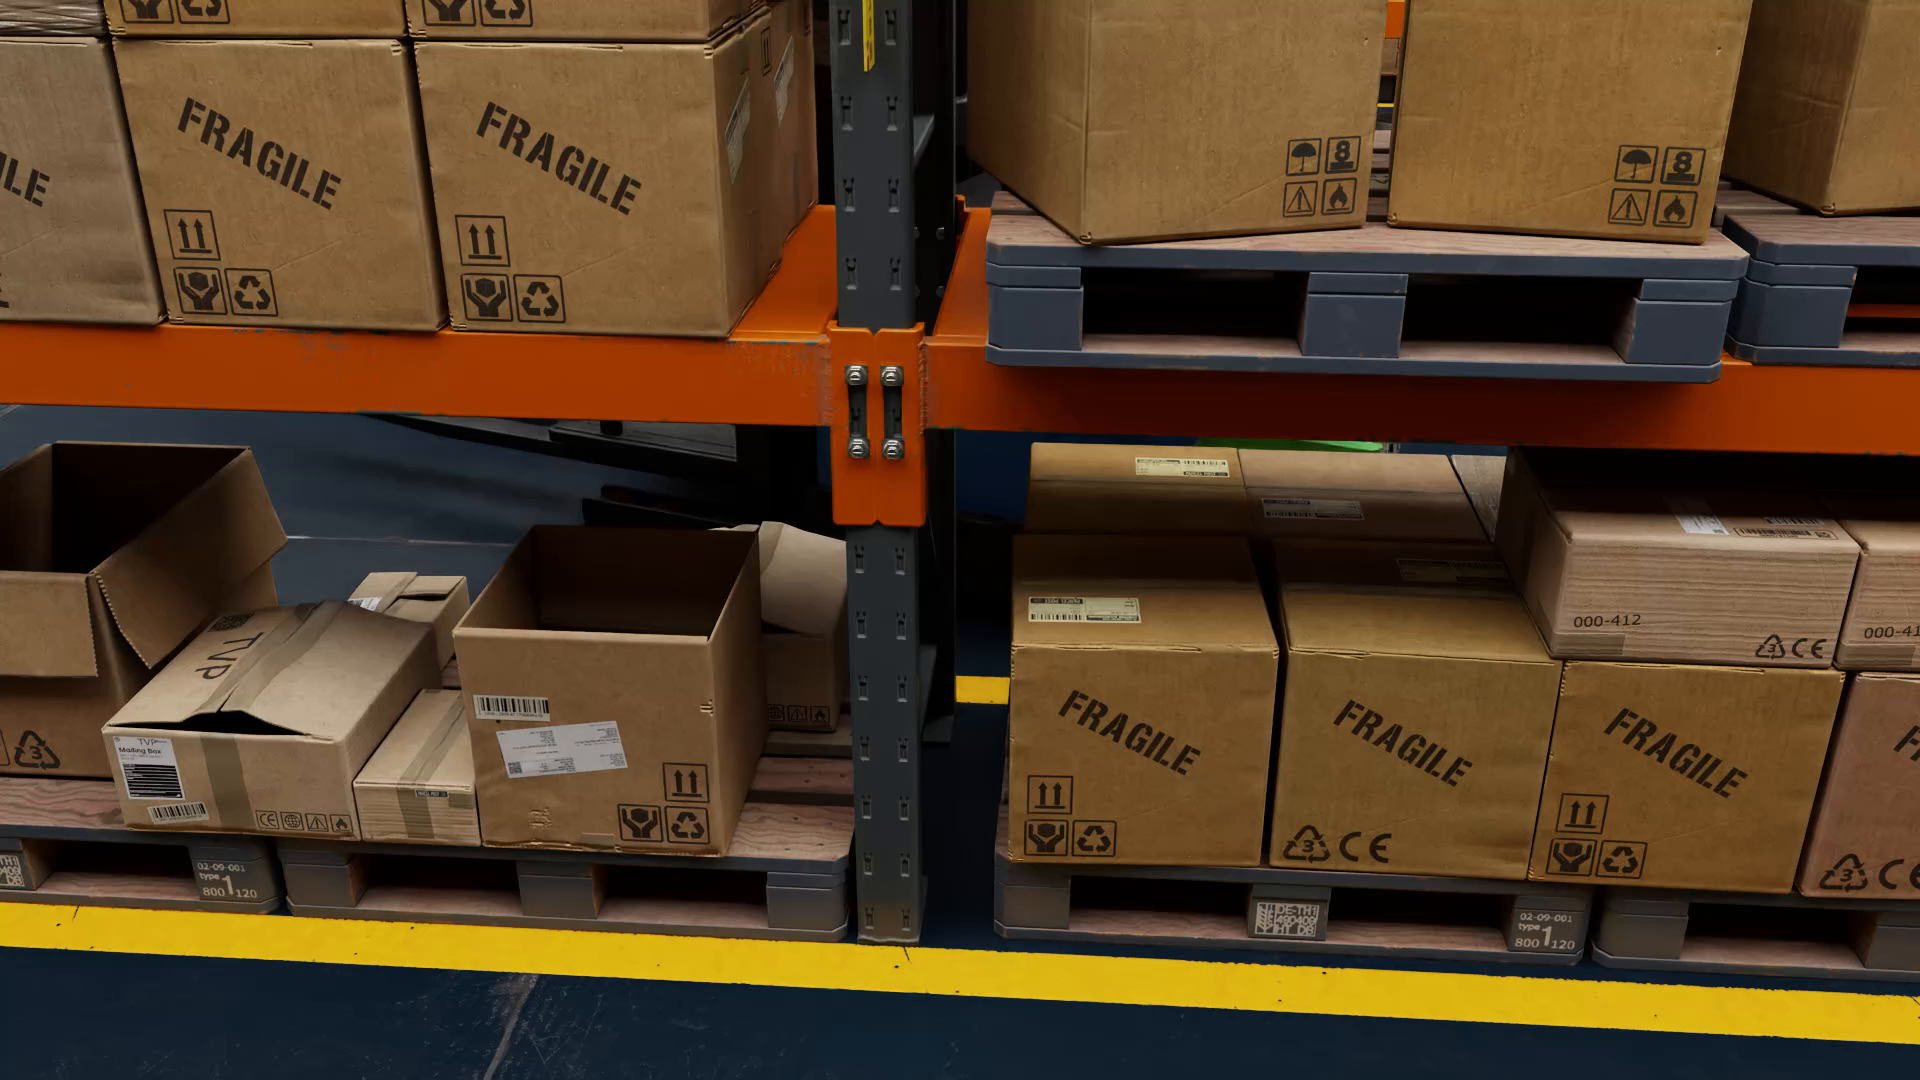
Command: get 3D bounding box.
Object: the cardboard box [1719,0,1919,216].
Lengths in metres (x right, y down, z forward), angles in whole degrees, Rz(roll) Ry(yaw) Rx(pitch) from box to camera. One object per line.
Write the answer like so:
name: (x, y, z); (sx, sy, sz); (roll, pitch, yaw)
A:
cardboard box: (1.656, -0.939, 3.080); (0.500, 0.500, 0.700); (-4, 25, -9)

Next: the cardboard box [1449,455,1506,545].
cardboard box: (1.396, 0.134, 3.835); (0.500, 0.500, 0.500); (2, 25, 5)

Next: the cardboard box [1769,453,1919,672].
cardboard box: (1.851, 0.026, 3.171); (0.500, 0.250, 0.500); (1, 25, 3)

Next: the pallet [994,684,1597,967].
pallet: (0.704, 0.543, 3.817); (1.213, 0.211, 1.003); (2, 25, 4)

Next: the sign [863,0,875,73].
sign: (-0.144, -0.900, 2.583); (0.005, 0.325, 0.100); (2, 25, 4)

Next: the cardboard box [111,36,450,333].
cardboard box: (-1.142, -0.704, 3.072); (0.500, 0.500, 0.500); (3, 25, 5)

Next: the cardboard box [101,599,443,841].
cardboard box: (-1.448, 0.364, 3.561); (0.500, 0.311, 0.500); (2, 25, 4)

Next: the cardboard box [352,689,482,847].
cardboard box: (-1.078, 0.475, 3.514); (0.250, 0.149, 0.380); (2, 25, 4)

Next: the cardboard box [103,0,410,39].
cardboard box: (-1.145, -1.157, 2.860); (0.500, 0.500, 0.500); (1, 25, 3)

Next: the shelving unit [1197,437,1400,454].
shelving unit: (0.922, -0.313, 4.496); (0.503, 1.200, 0.258); (10, 27, 21)

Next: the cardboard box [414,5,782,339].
cardboard box: (-0.628, -0.688, 3.037); (0.500, 0.500, 0.500); (2, 25, 5)

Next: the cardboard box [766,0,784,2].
cardboard box: (-0.558, -1.366, 3.314); (0.500, 0.500, 0.500); (2, 25, 5)

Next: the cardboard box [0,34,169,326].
cardboard box: (-1.655, -0.720, 3.106); (0.500, 0.500, 0.500); (2, 25, 5)

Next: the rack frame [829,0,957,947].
rack frame: (-0.110, -0.734, 3.256); (0.127, 3.000, 1.000); (2, 25, 4)

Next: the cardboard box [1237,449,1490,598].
cardboard box: (0.896, 0.118, 3.870); (0.500, 0.500, 0.500); (2, 25, 4)

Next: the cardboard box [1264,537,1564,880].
cardboard box: (0.886, 0.332, 3.405); (0.500, 0.500, 0.500); (2, 25, 5)

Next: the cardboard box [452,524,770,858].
cardboard box: (-0.700, 0.302, 3.469); (0.500, 0.500, 0.500); (2, 25, 4)

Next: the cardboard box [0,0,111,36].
cardboard box: (-1.647, -1.173, 2.895); (0.500, 0.500, 0.500); (2, 25, 4)

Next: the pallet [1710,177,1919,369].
pallet: (1.939, -0.579, 3.149); (1.213, 0.211, 1.003); (2, 25, 4)

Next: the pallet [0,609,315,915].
pallet: (-2.014, 0.473, 3.970); (1.213, 0.211, 1.003); (2, 25, 4)

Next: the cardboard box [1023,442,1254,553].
cardboard box: (0.404, 0.098, 3.912); (0.500, 0.500, 0.500); (2, 25, 4)

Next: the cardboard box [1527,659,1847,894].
cardboard box: (1.384, 0.351, 3.364); (0.500, 0.500, 0.500); (2, 25, 5)

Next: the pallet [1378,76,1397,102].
pallet: (2.647, -3.564, 12.744); (1.213, 0.211, 1.003); (2, 25, 4)

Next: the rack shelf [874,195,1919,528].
rack shelf: (1.884, -0.343, 3.267); (4.000, 0.370, 1.077); (2, 25, 4)

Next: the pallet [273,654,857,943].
pallet: (-0.795, 0.511, 3.888); (1.213, 0.211, 1.003); (2, 25, 4)

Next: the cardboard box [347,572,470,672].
cardboard box: (-1.375, 0.227, 4.032); (0.250, 0.166, 0.380); (2, 25, 4)

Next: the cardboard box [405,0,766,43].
cardboard box: (-0.634, -1.142, 2.827); (0.500, 0.500, 0.500); (2, 25, 4)

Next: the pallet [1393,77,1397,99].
pallet: (3.860, -3.524, 12.656); (1.213, 0.211, 1.003); (2, 25, 4)

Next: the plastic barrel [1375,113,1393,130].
plastic barrel: (2.076, -1.756, 7.952); (0.421, 0.512, 0.421); (0, 25, 0)

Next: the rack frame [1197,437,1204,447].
rack frame: (0.697, -0.354, 4.583); (0.015, 1.200, 0.240); (10, 27, 21)

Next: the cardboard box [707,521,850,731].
cardboard box: (-0.512, 0.184, 3.951); (0.500, 0.311, 0.500); (2, 25, 4)

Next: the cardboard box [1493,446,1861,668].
cardboard box: (1.351, 0.010, 3.206); (0.500, 0.250, 0.500); (2, 25, 4)

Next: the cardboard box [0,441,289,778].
cardboard box: (-1.984, 0.143, 3.812); (0.637, 0.503, 0.797); (2, 25, 4)

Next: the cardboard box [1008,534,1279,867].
cardboard box: (0.354, 0.319, 3.432); (0.500, 0.500, 0.500); (1, 25, 2)

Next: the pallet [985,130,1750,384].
pallet: (0.678, -0.575, 3.142); (1.213, 0.211, 1.003); (2, 25, 4)

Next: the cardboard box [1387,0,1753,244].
cardboard box: (1.036, -0.866, 2.921); (0.500, 0.500, 0.700); (6, 25, 12)

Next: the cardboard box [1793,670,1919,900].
cardboard box: (1.888, 0.367, 3.328); (0.500, 0.500, 0.500); (1, 25, 2)

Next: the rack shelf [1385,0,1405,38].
rack shelf: (2.267, -2.407, 7.754); (4.000, 0.370, 1.077); (2, 25, 4)

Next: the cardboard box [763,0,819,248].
cardboard box: (-0.597, -0.909, 3.517); (0.500, 0.500, 0.500); (2, 25, 5)

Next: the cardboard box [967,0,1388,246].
cardboard box: (0.345, -0.861, 2.912); (0.500, 0.500, 0.700); (-6, 25, -14)

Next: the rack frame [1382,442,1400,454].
rack frame: (1.146, -0.273, 4.408); (0.015, 1.200, 0.240); (10, 27, 21)

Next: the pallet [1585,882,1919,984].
pallet: (1.924, 0.581, 3.734); (1.213, 0.211, 1.003); (2, 25, 4)

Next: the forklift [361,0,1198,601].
forklift: (-0.628, -1.477, 4.953); (3.031, 2.935, 1.130); (10, 27, 21)

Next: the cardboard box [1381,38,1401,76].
cardboard box: (3.066, -4.022, 12.443); (0.875, 0.875, 1.225); (2, 25, 4)

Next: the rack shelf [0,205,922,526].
rack shelf: (-2.104, -0.471, 3.545); (4.000, 0.370, 1.077); (2, 25, 4)

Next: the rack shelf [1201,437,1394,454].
rack shelf: (0.922, -0.255, 4.522); (0.480, 0.148, 0.258); (10, 27, 21)
